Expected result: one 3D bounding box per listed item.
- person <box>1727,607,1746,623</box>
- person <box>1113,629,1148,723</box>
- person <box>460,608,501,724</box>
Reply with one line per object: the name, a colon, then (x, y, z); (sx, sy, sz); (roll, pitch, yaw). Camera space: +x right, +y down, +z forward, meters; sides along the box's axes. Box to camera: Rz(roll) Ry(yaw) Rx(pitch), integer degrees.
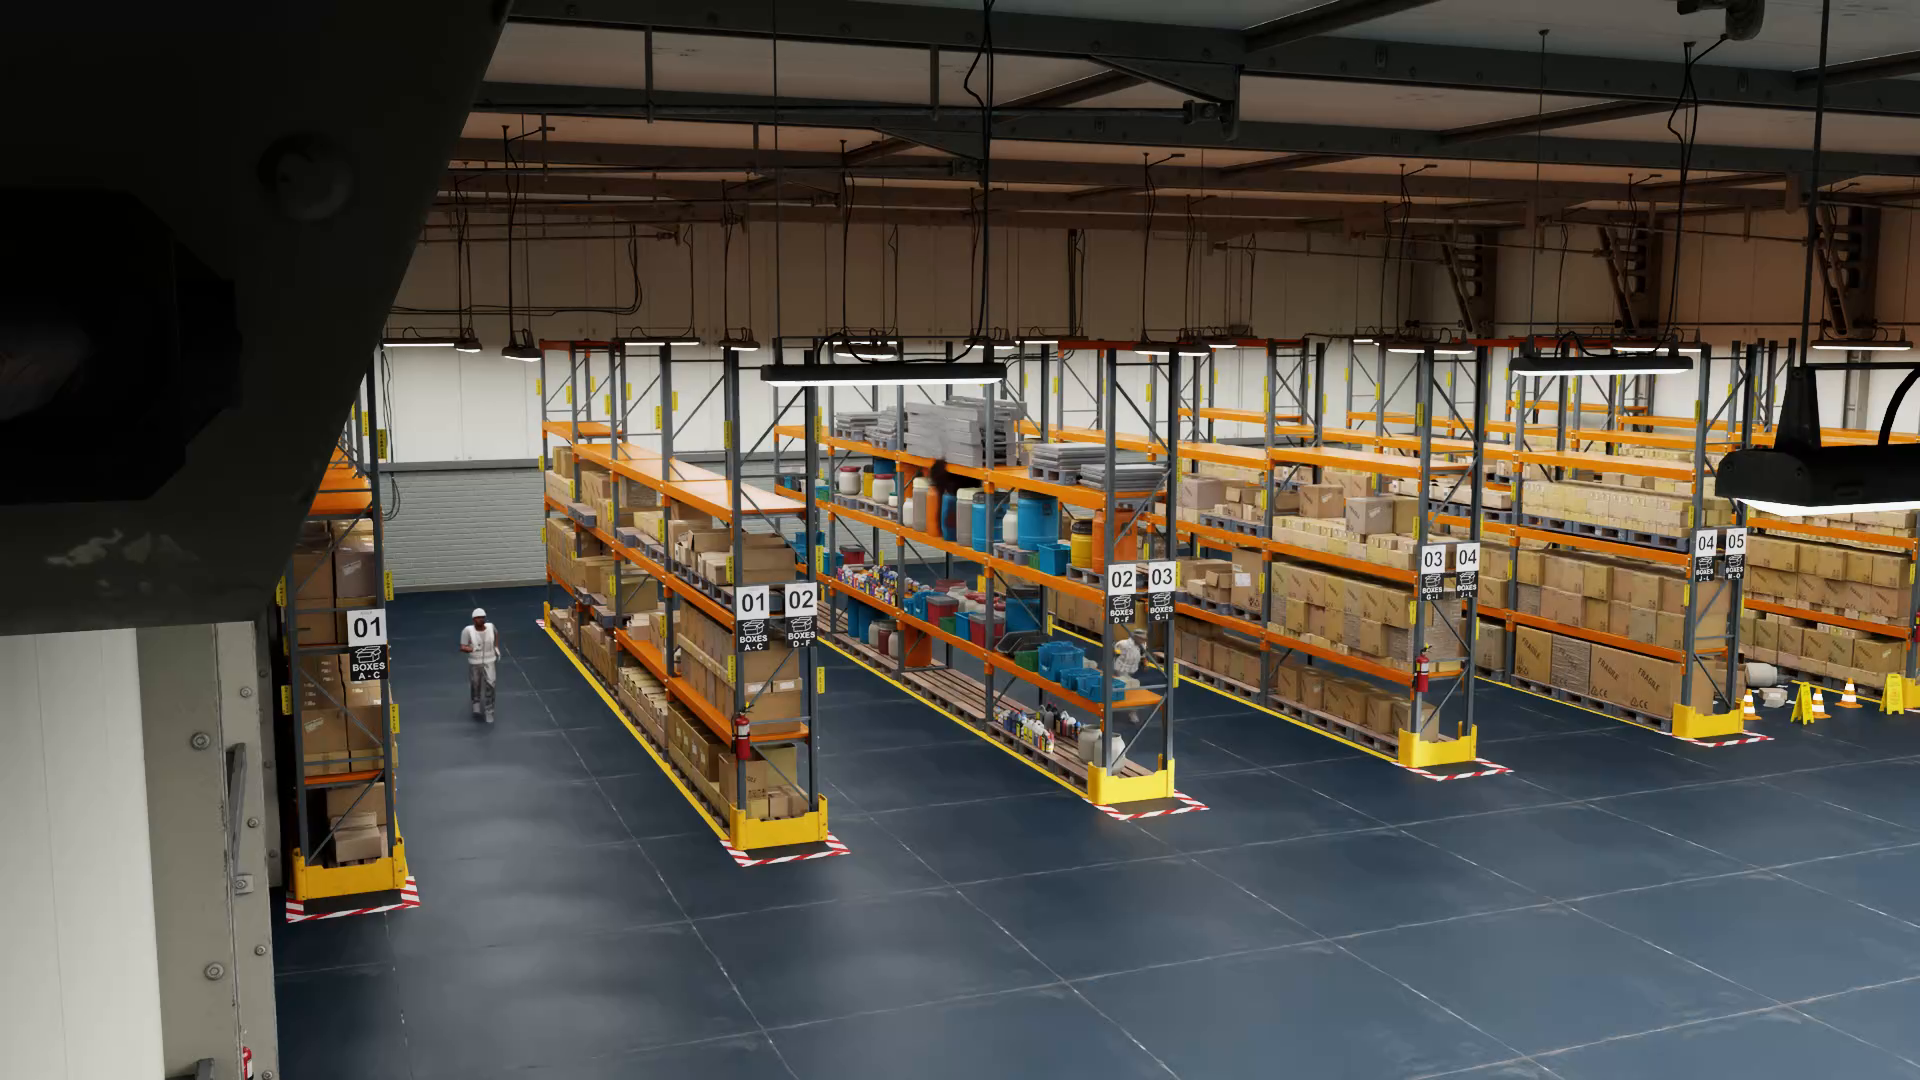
person: (15.640, 1.140, 33.272); (0.666, 1.739, 0.625); (-4, 8, -25)
person: (2.625, 2.115, 26.711); (0.576, 1.507, 1.016); (-4, 9, -30)
person: (-7.647, 1.996, 26.566); (0.646, 1.842, 0.854); (-3, 8, -23)
